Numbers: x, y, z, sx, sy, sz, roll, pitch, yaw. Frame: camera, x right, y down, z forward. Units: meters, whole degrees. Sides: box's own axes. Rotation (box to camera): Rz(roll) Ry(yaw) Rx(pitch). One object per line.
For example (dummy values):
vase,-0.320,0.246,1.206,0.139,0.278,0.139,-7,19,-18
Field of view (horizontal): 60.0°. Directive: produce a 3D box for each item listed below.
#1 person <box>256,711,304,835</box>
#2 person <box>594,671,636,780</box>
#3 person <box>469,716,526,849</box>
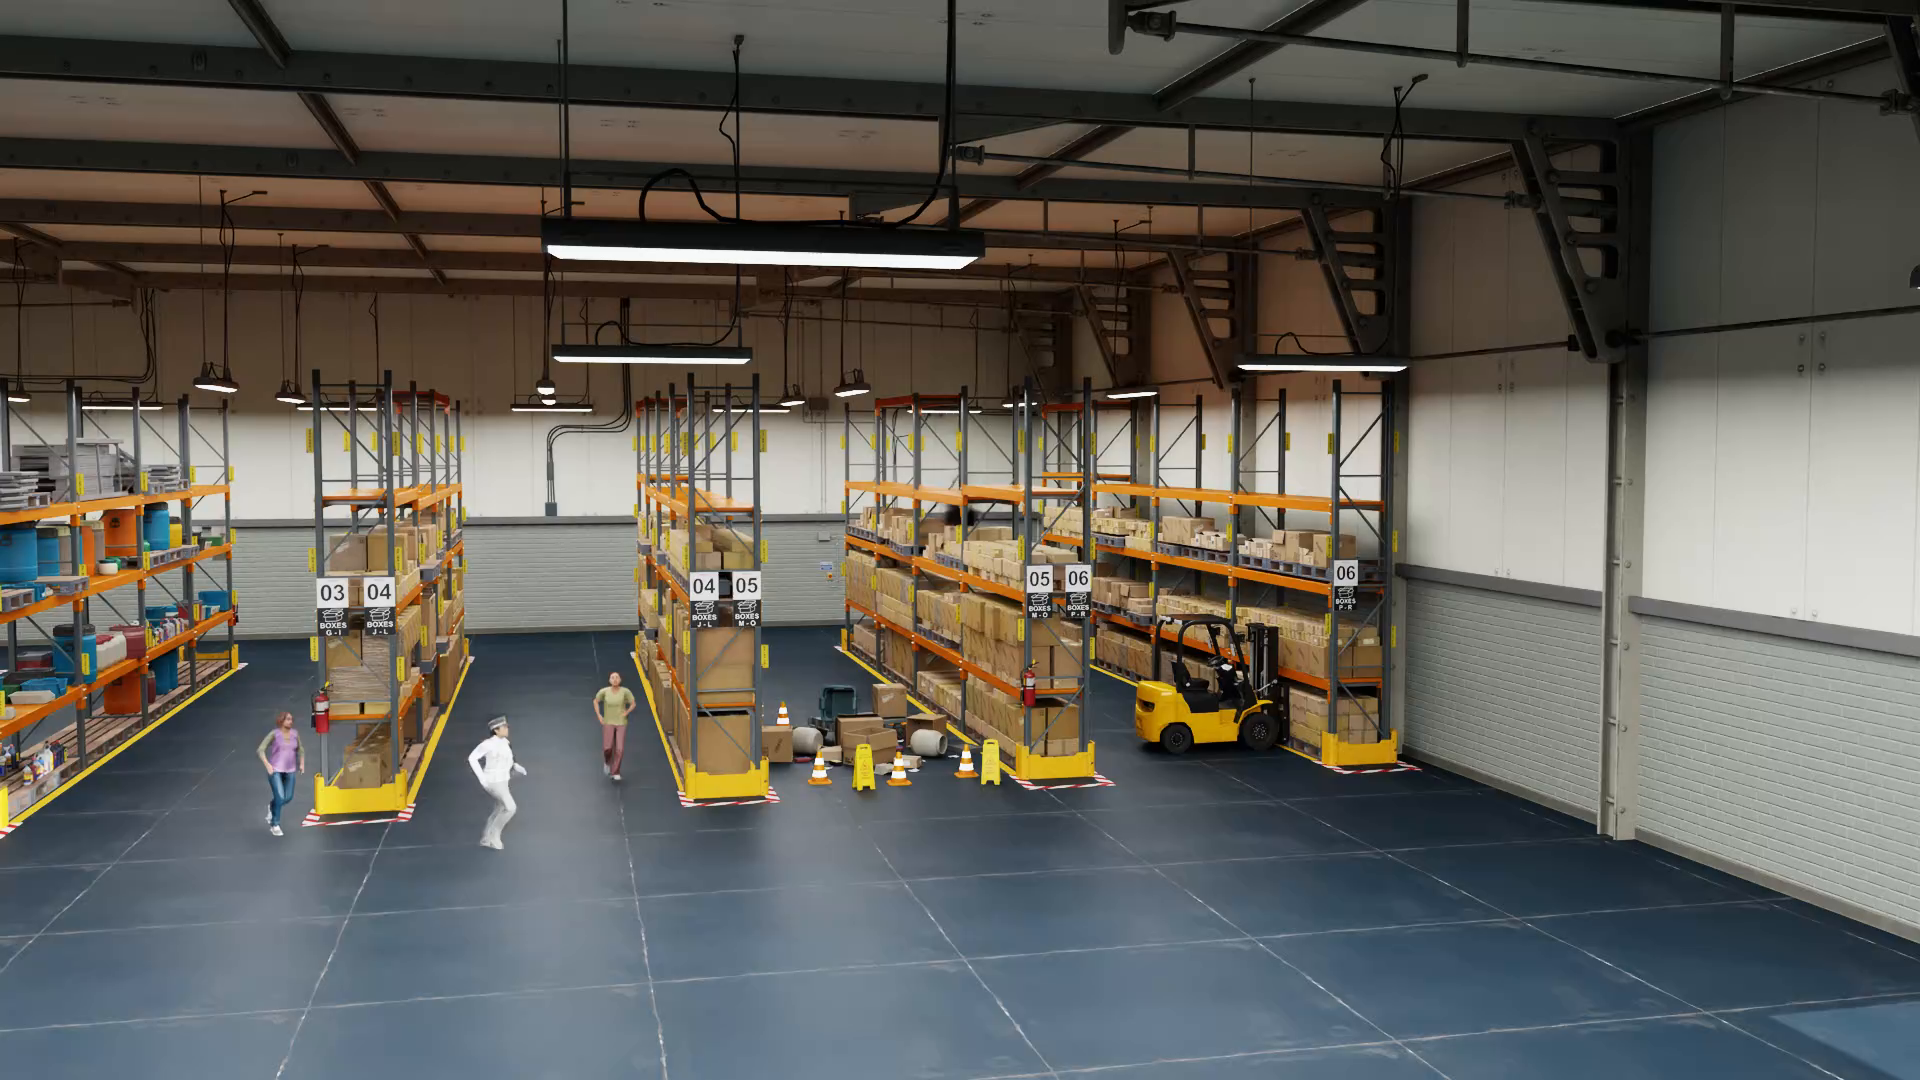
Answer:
person,-8.785,2.998,21.511,0.510,1.560,0.598,3,5,45
person,-5.119,2.755,24.689,0.624,1.638,0.514,-1,3,-12
person,-5.689,2.987,20.502,0.639,1.654,0.646,1,3,16
